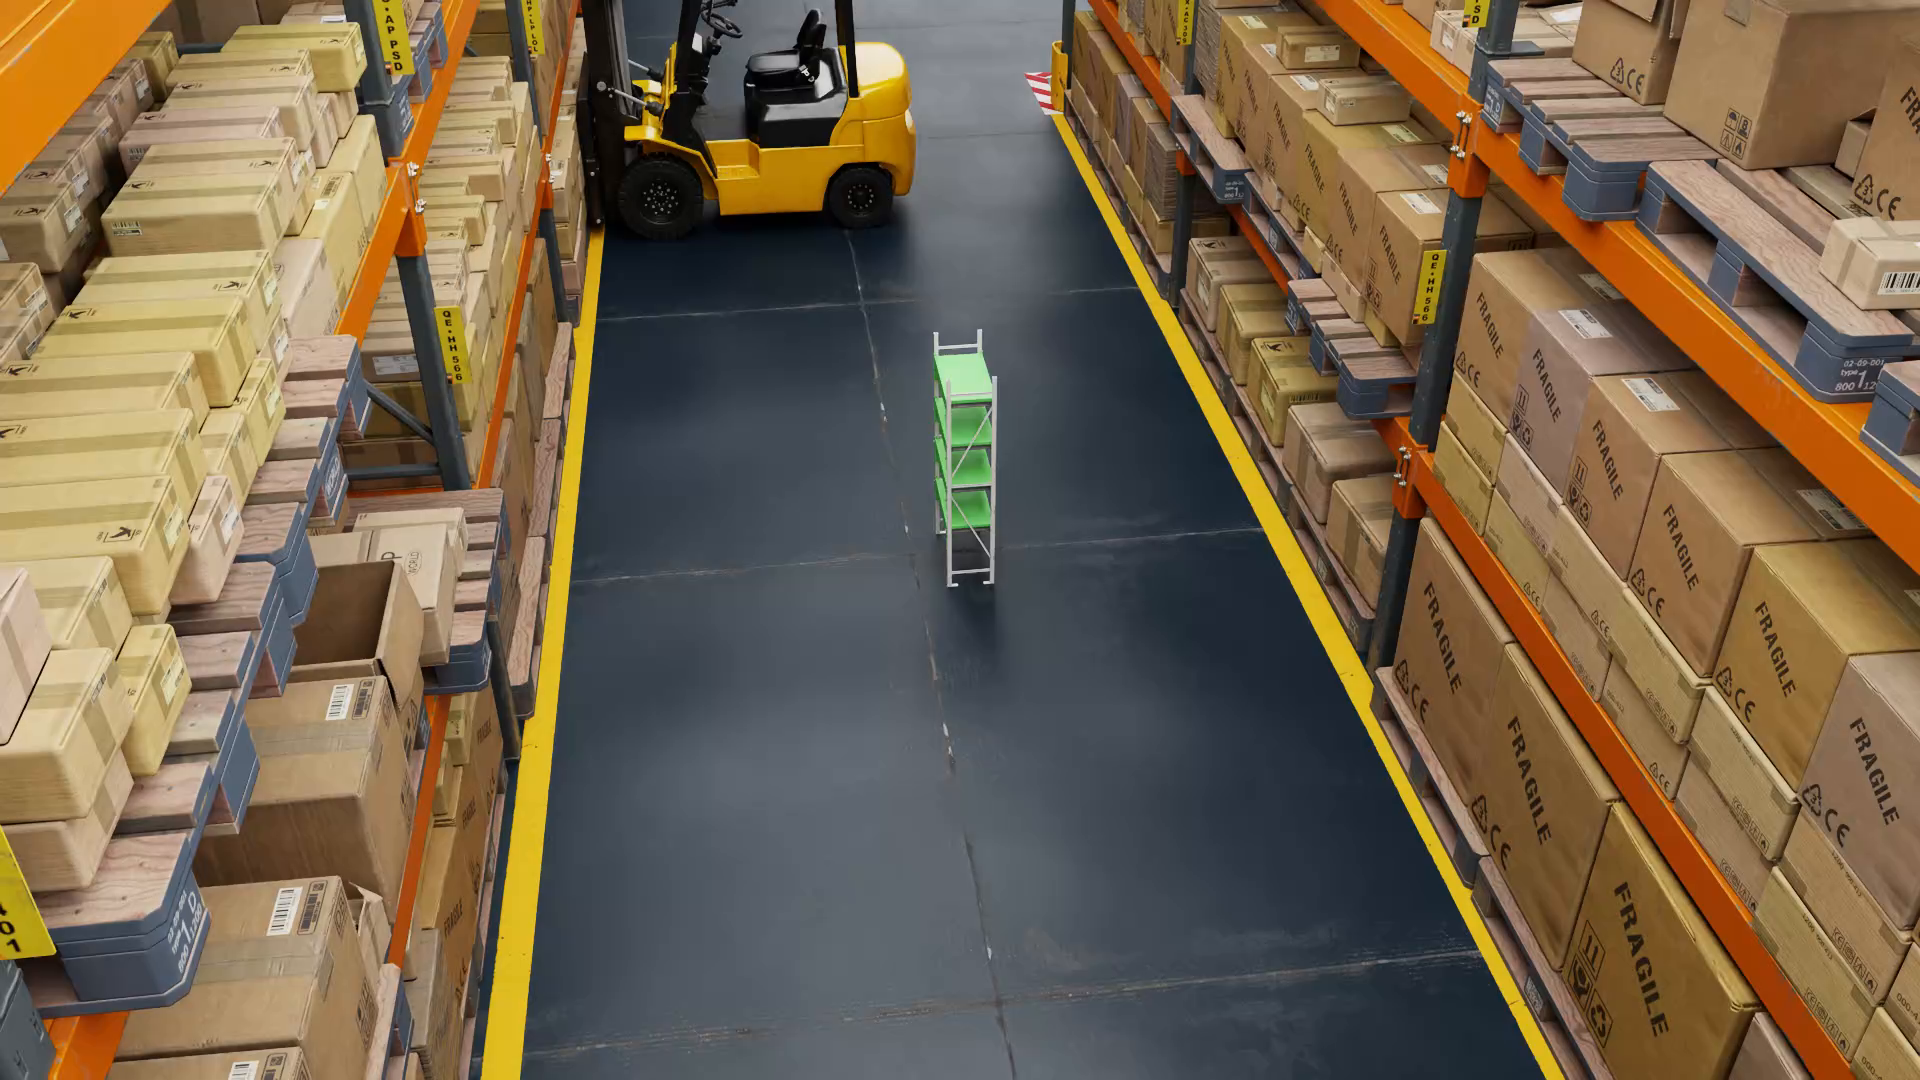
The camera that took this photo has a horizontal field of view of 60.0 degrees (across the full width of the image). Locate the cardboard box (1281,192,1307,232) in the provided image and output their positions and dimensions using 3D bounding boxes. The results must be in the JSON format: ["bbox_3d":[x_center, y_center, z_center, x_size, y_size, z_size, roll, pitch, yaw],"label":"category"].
[{"bbox_3d":[1.884,-1.720,8.589,0.380,0.149,0.250,-5,35,-8],"label":"cardboard box"}]

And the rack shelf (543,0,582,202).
[{"bbox_3d":[-3.277,-3.299,11.695,1.077,0.370,4.000,-4,35,-6],"label":"rack shelf"}]

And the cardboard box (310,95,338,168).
[{"bbox_3d":[-2.168,-1.265,5.187,0.380,0.149,0.250,-5,35,-7],"label":"cardboard box"}]

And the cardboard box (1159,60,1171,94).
[{"bbox_3d":[1.524,-3.050,10.913,0.380,0.149,0.250,-4,34,-5],"label":"cardboard box"}]

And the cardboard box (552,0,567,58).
[{"bbox_3d":[-3.011,-3.643,11.472,0.500,0.500,0.500,-4,34,-6],"label":"cardboard box"}]

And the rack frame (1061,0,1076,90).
[{"bbox_3d":[1.372,-5.091,13.685,1.000,3.000,0.127,-4,35,-6],"label":"rack frame"}]

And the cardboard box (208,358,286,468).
[{"bbox_3d":[-1.743,-0.276,3.717,0.380,0.149,0.250,-4,34,-5],"label":"cardboard box"}]

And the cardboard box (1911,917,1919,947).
[{"bbox_3d":[2.677,0.921,3.887,0.500,0.500,0.500,-3,34,-5],"label":"cardboard box"}]

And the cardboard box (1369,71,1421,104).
[{"bbox_3d":[2.402,-2.098,8.568,0.500,0.500,0.500,-6,35,-8],"label":"cardboard box"}]

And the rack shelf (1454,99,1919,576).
[{"bbox_3d":[2.717,-0.452,4.854,1.077,0.370,4.000,-4,35,-6],"label":"rack shelf"}]

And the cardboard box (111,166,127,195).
[{"bbox_3d":[-2.634,-1.080,4.916,0.380,0.149,0.250,-4,34,-5],"label":"cardboard box"}]

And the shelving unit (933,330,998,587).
[{"bbox_3d":[0.022,-0.403,8.405,0.258,1.200,0.503,-4,35,-6],"label":"shelving unit"}]

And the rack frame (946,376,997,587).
[{"bbox_3d":[0.055,-0.267,8.205,0.240,1.200,0.015,-4,35,-6],"label":"rack frame"}]

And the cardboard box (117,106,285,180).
[{"bbox_3d":[-2.122,-1.100,4.680,0.380,0.149,0.250,-5,35,-7],"label":"cardboard box"}]

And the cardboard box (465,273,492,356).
[{"bbox_3d":[-2.354,-0.938,7.281,0.500,0.250,0.500,-3,34,-5],"label":"cardboard box"}]

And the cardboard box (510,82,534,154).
[{"bbox_3d":[-2.689,-2.370,9.382,0.500,0.250,0.500,-5,35,-7],"label":"cardboard box"}]

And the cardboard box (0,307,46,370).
[{"bbox_3d":[-2.211,-0.373,3.596,0.380,0.149,0.250,-4,34,-6],"label":"cardboard box"}]

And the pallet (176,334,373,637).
[{"bbox_3d":[-2.093,-0.126,3.903,1.213,0.211,1.003,-4,35,-6],"label":"pallet"}]

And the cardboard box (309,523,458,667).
[{"bbox_3d":[-2.007,0.204,5.675,0.500,0.250,0.500,-6,35,-9],"label":"cardboard box"}]

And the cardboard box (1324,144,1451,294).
[{"bbox_3d":[2.031,-1.484,7.667,0.500,0.500,0.500,-5,35,-7],"label":"cardboard box"}]

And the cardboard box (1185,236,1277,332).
[{"bbox_3d":[1.983,-1.654,10.602,0.950,0.372,0.625,-4,34,-6],"label":"cardboard box"}]

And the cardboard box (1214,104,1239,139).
[{"bbox_3d":[1.696,-2.456,9.669,0.380,0.149,0.250,-4,34,-5],"label":"cardboard box"}]

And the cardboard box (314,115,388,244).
[{"bbox_3d":[-2.161,-1.158,5.384,0.500,0.250,0.500,-5,35,-8],"label":"cardboard box"}]

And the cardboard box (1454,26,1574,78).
[{"bbox_3d":[2.198,-1.922,6.595,0.380,0.149,0.250,-4,35,-6],"label":"cardboard box"}]

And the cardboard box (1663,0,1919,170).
[{"bbox_3d":[2.769,-1.543,5.353,0.700,0.500,0.500,-6,35,-9],"label":"cardboard box"}]

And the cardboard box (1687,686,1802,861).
[{"bbox_3d":[2.536,0.667,4.926,0.500,0.250,0.500,-4,34,-5],"label":"cardboard box"}]

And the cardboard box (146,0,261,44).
[{"bbox_3d":[-2.822,-2.025,6.195,0.500,0.250,0.500,-4,35,-6],"label":"cardboard box"}]

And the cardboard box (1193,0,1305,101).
[{"bbox_3d":[1.689,-2.913,9.763,0.500,0.500,0.500,-4,34,-5],"label":"cardboard box"}]

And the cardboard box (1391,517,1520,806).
[{"bbox_3d":[2.459,0.470,7.039,0.875,0.875,0.875,-5,35,-7],"label":"cardboard box"}]

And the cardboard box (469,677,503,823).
[{"bbox_3d":[-2.200,0.831,6.843,0.500,0.500,0.500,-3,34,-5],"label":"cardboard box"}]

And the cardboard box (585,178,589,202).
[{"bbox_3d":[-2.962,-2.665,12.195,0.500,0.250,0.500,-3,34,-5],"label":"cardboard box"}]

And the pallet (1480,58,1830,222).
[{"bbox_3d":[2.587,-1.432,5.821,1.213,0.211,1.003,-3,34,-4],"label":"pallet"}]

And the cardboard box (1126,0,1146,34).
[{"bbox_3d":[1.454,-3.828,11.479,0.500,0.500,0.500,-3,34,-5],"label":"cardboard box"}]

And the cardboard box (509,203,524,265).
[{"bbox_3d":[-2.572,-1.597,8.692,0.500,0.250,0.500,-4,34,-6],"label":"cardboard box"}]

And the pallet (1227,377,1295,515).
[{"bbox_3d":[2.184,-0.589,9.556,1.003,0.211,1.213,-4,35,-6],"label":"pallet"}]

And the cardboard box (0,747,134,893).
[{"bbox_3d":[-1.578,0.436,2.672,0.380,0.149,0.250,-4,34,-6],"label":"cardboard box"}]

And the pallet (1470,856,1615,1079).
[{"bbox_3d":[2.640,1.651,6.269,1.003,0.211,1.213,-4,35,-6],"label":"pallet"}]

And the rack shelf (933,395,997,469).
[{"bbox_3d":[0.022,-0.549,8.306,0.258,0.148,0.480,-4,35,-6],"label":"rack shelf"}]

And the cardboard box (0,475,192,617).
[{"bbox_3d":[-1.636,0.022,3.016,0.380,0.149,0.250,-5,35,-7],"label":"cardboard box"}]

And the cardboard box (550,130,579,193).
[{"bbox_3d":[-2.821,-2.511,11.080,0.500,0.250,0.500,-4,35,-6],"label":"cardboard box"}]

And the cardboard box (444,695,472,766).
[{"bbox_3d":[-2.085,0.750,6.386,0.380,0.149,0.250,-6,35,-9],"label":"cardboard box"}]

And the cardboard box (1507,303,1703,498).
[{"bbox_3d":[2.348,-0.511,5.988,0.500,0.500,0.500,-4,35,-6],"label":"cardboard box"}]

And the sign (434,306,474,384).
[{"bbox_3d":[-1.934,-0.740,6.344,0.100,0.325,0.005,-4,35,-6],"label":"sign"}]

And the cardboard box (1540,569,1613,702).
[{"bbox_3d":[2.416,0.306,5.899,0.500,0.250,0.500,-3,34,-5],"label":"cardboard box"}]

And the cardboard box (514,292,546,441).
[{"bbox_3d":[-2.830,-0.949,9.343,0.875,0.625,0.625,-5,35,-7],"label":"cardboard box"}]

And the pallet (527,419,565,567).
[{"bbox_3d":[-2.703,-0.238,9.040,1.003,0.211,1.213,-4,35,-6],"label":"pallet"}]

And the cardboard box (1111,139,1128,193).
[{"bbox_3d":[1.419,-2.786,12.372,0.500,0.250,0.500,-4,34,-6],"label":"cardboard box"}]

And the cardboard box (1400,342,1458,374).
[{"bbox_3d":[2.171,-0.861,7.329,0.380,0.149,0.250,-3,34,-5],"label":"cardboard box"}]

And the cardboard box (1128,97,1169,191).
[{"bbox_3d":[1.494,-2.799,11.725,0.500,0.500,0.500,-4,34,-6],"label":"cardboard box"}]

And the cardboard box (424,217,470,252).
[{"bbox_3d":[-2.429,-1.331,7.503,0.380,0.149,0.250,-4,34,-6],"label":"cardboard box"}]

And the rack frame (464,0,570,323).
[{"bbox_3d":[-3.008,-2.480,9.855,1.000,3.000,0.127,-4,35,-6],"label":"rack frame"}]

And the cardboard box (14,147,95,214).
[{"bbox_3d":[-2.548,-0.919,4.415,0.380,0.149,0.250,-5,35,-7],"label":"cardboard box"}]

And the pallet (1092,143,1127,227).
[{"bbox_3d":[1.617,-2.760,12.742,1.003,0.211,1.213,-4,35,-6],"label":"pallet"}]

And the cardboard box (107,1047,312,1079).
[{"bbox_3d":[-1.776,1.482,3.578,0.700,0.500,0.500,-4,34,-5],"label":"cardboard box"}]

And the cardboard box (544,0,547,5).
[{"bbox_3d":[-2.883,-3.565,10.781,0.380,0.149,0.250,-5,35,-7],"label":"cardboard box"}]

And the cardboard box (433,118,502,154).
[{"bbox_3d":[-2.569,-2.045,8.551,0.380,0.149,0.250,-5,35,-8],"label":"cardboard box"}]

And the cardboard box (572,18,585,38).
[{"bbox_3d":[-3.175,-3.930,13.162,0.500,0.250,0.500,-3,34,-5],"label":"cardboard box"}]
